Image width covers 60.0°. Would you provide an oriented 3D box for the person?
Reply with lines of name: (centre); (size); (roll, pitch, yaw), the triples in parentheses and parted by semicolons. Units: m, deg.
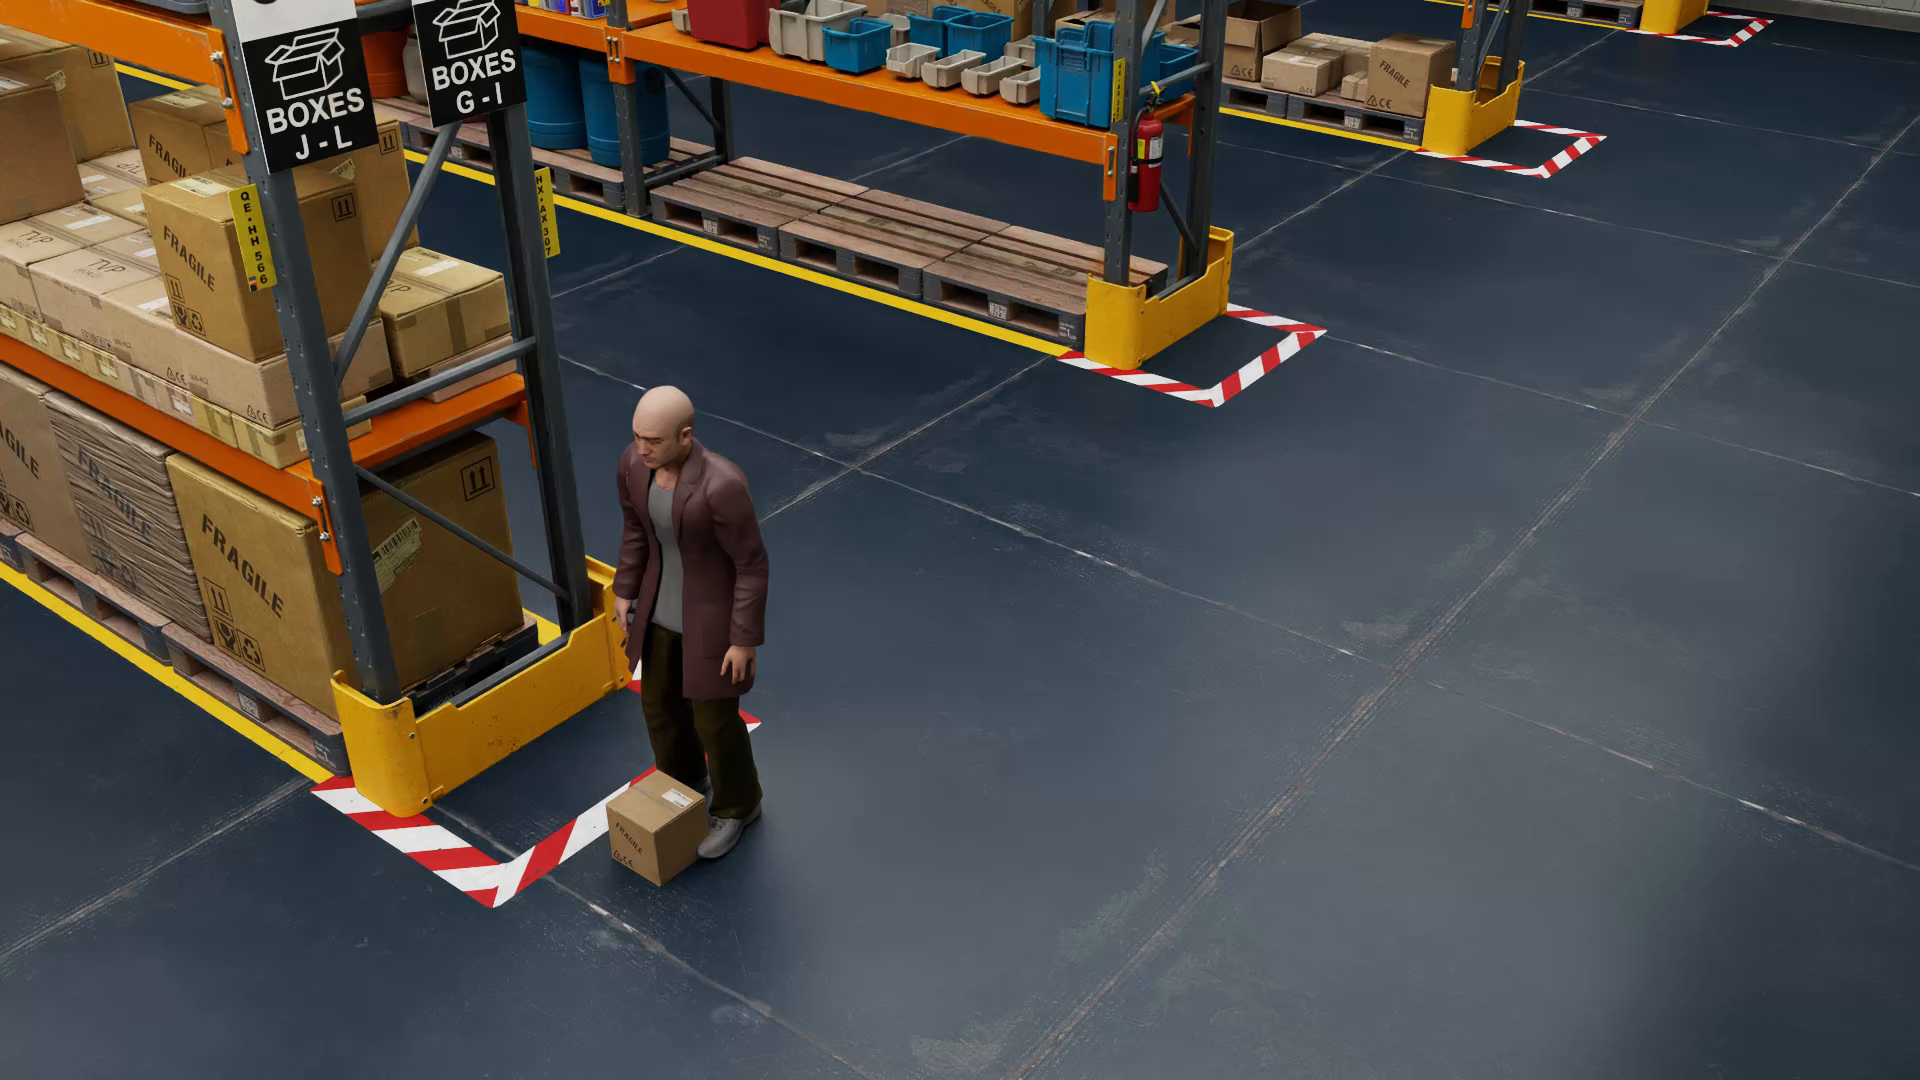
person: (-0.921, 0.265, 5.697); (0.656, 1.774, 0.416); (20, 36, 30)
